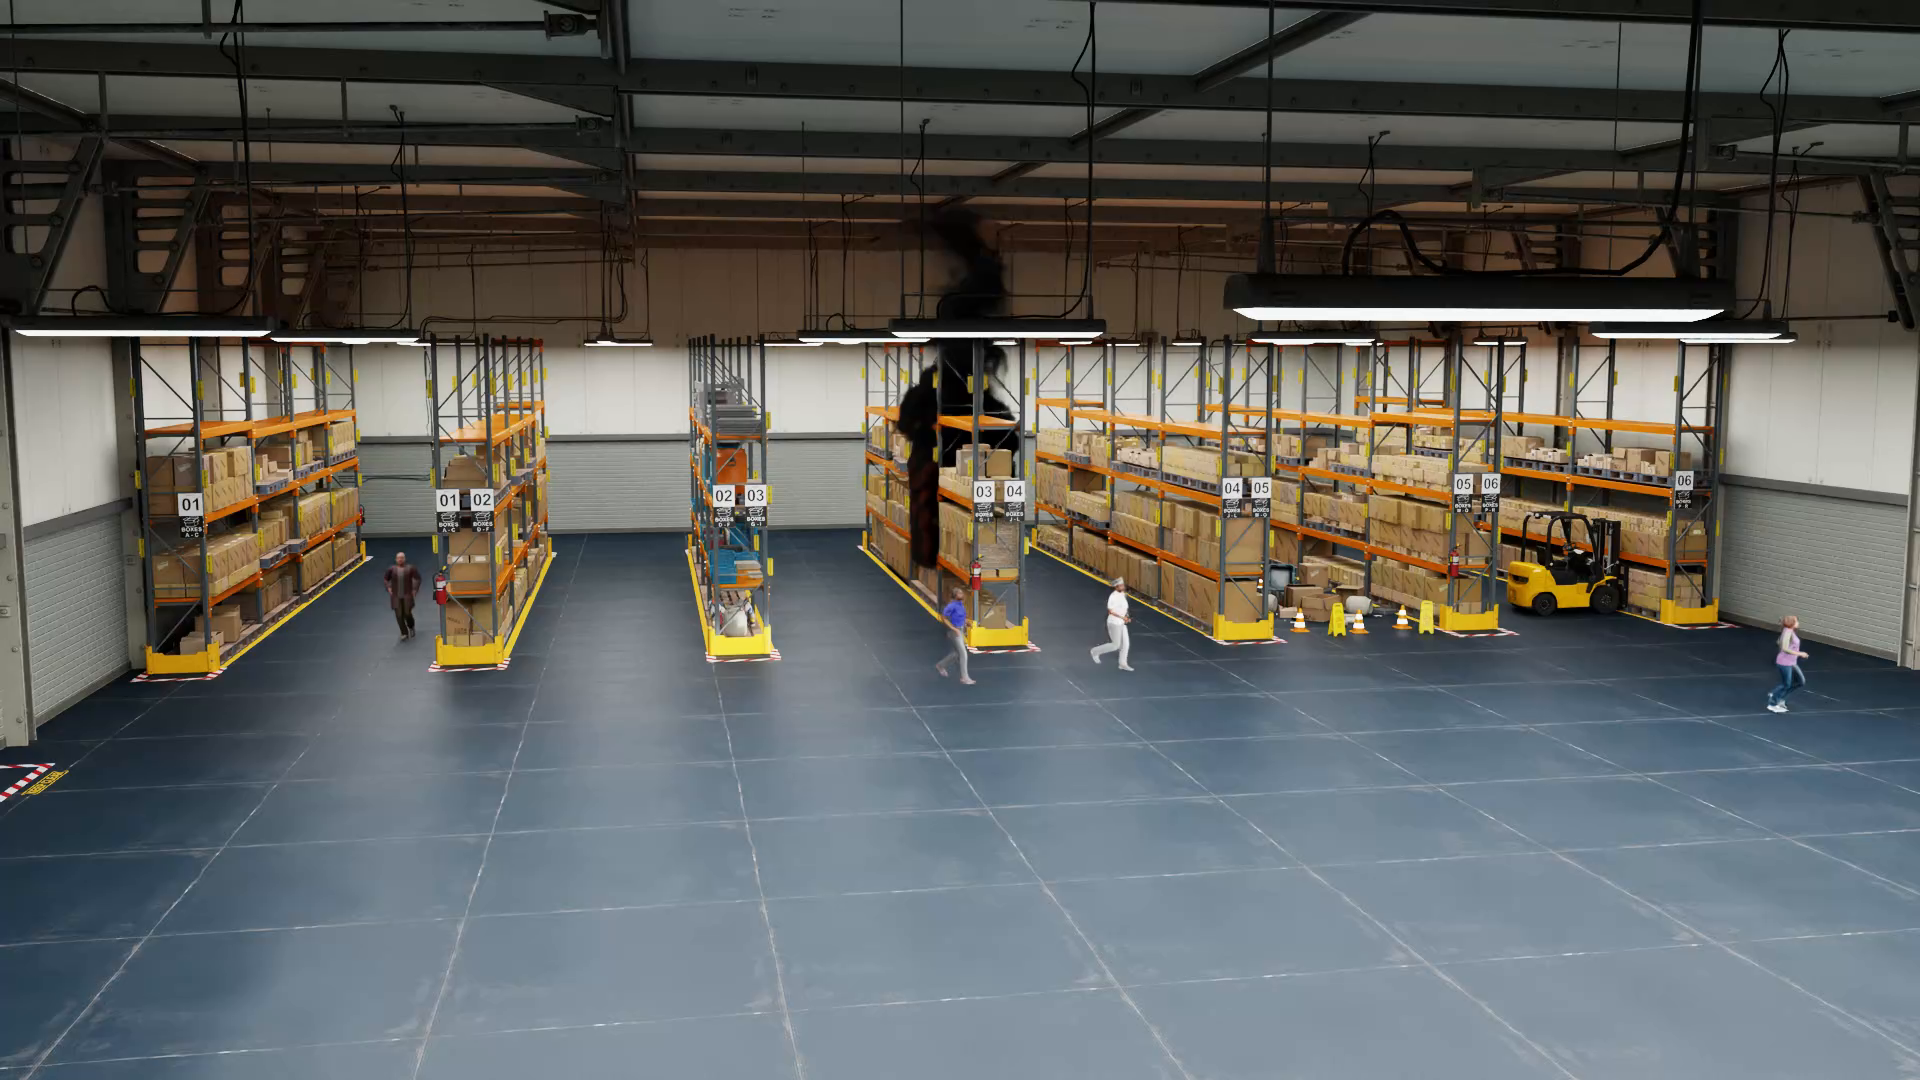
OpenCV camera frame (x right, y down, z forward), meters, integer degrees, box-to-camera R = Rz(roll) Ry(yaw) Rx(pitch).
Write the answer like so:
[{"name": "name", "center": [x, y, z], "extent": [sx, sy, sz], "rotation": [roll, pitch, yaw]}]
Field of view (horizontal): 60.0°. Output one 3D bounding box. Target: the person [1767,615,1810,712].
[{"name": "person", "center": [13.040, 1.948, 26.143], "extent": [0.585, 1.565, 0.536], "rotation": [5, 8, 37]}]

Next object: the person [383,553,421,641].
[{"name": "person", "center": [-10.986, 1.114, 32.715], "extent": [0.716, 1.743, 0.630], "rotation": [-1, 7, -8]}]

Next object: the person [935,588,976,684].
[{"name": "person", "center": [-0.096, 1.638, 28.627], "extent": [0.774, 1.660, 0.583], "rotation": [2, 7, 20]}]

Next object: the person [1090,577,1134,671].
[{"name": "person", "center": [2.764, 1.494, 29.822], "extent": [0.781, 1.698, 0.587], "rotation": [3, 7, 25]}]
